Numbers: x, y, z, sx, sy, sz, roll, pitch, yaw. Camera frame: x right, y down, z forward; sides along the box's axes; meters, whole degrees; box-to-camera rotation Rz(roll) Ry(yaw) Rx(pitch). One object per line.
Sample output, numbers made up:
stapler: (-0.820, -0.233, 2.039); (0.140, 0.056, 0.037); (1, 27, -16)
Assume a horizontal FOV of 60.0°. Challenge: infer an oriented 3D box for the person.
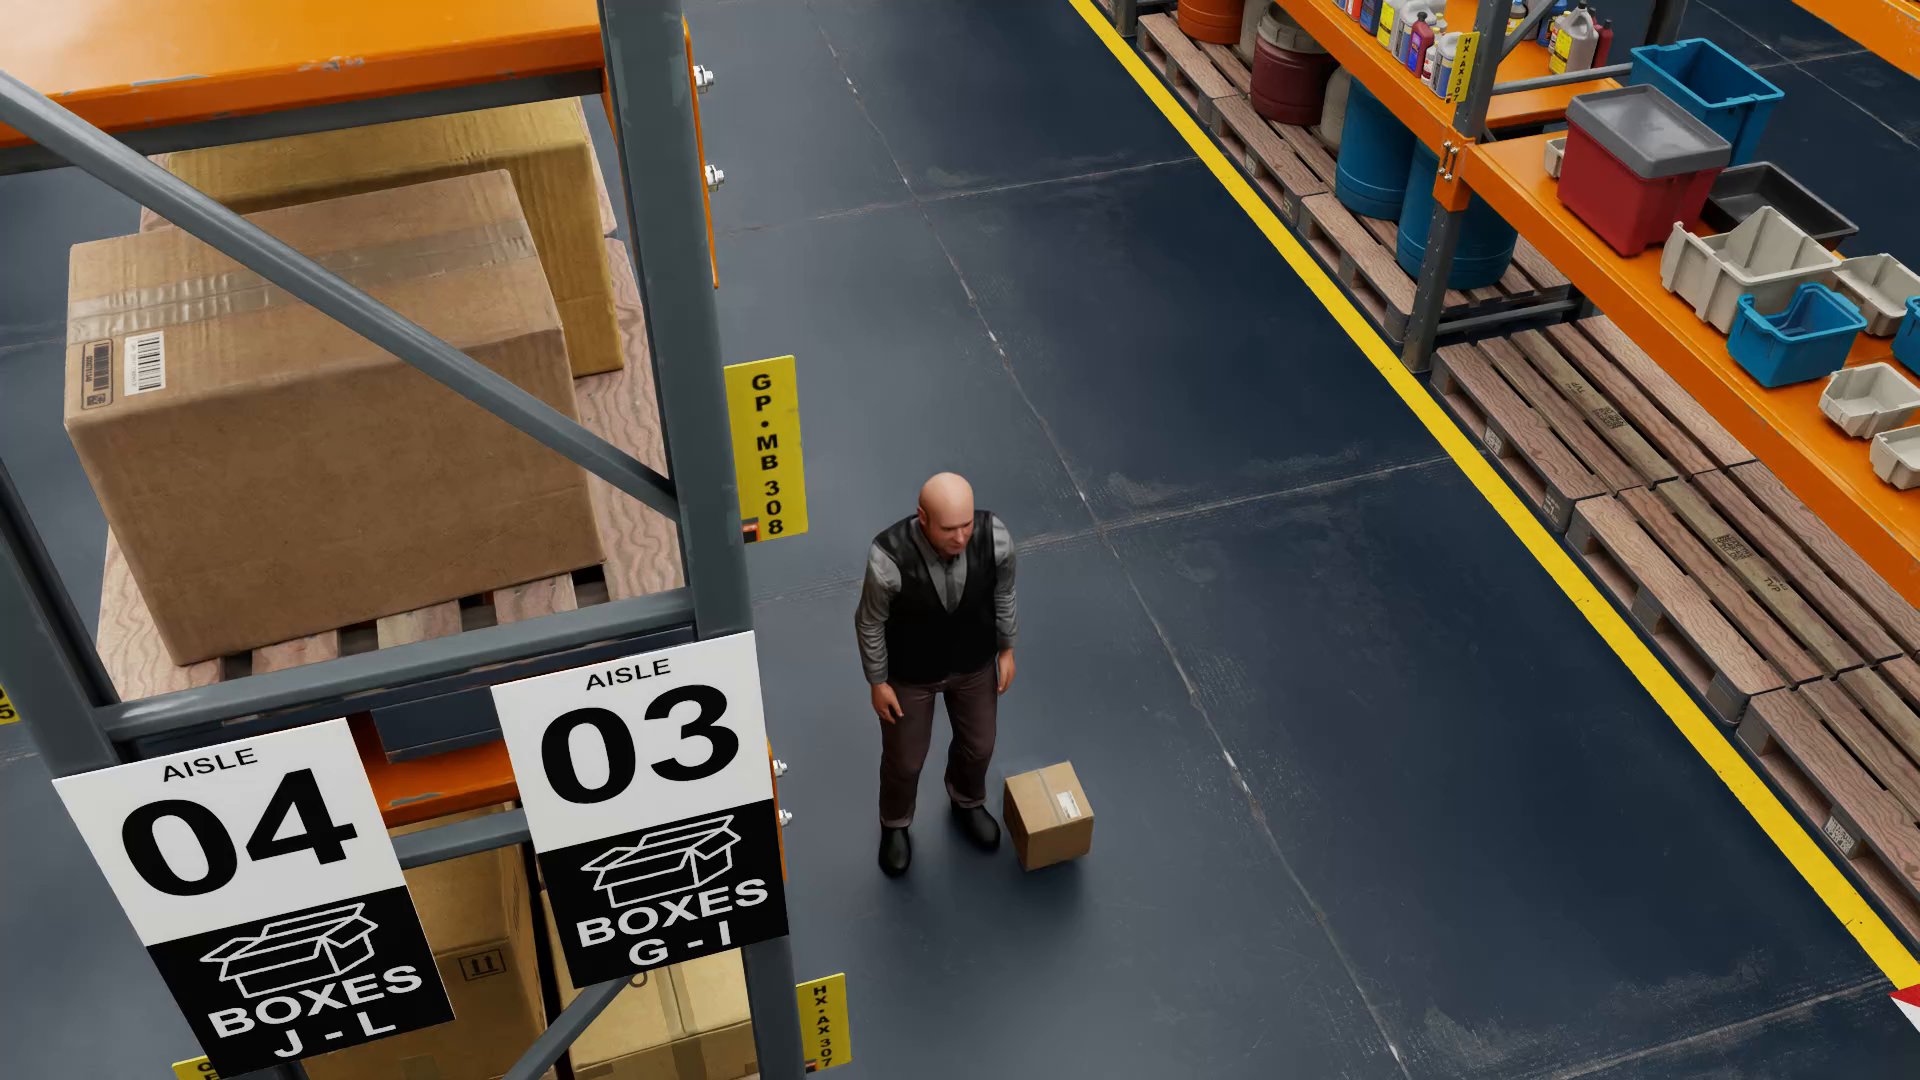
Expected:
person: (-0.072, 0.418, 5.714); (0.576, 1.720, 0.418); (-13, 44, -15)
